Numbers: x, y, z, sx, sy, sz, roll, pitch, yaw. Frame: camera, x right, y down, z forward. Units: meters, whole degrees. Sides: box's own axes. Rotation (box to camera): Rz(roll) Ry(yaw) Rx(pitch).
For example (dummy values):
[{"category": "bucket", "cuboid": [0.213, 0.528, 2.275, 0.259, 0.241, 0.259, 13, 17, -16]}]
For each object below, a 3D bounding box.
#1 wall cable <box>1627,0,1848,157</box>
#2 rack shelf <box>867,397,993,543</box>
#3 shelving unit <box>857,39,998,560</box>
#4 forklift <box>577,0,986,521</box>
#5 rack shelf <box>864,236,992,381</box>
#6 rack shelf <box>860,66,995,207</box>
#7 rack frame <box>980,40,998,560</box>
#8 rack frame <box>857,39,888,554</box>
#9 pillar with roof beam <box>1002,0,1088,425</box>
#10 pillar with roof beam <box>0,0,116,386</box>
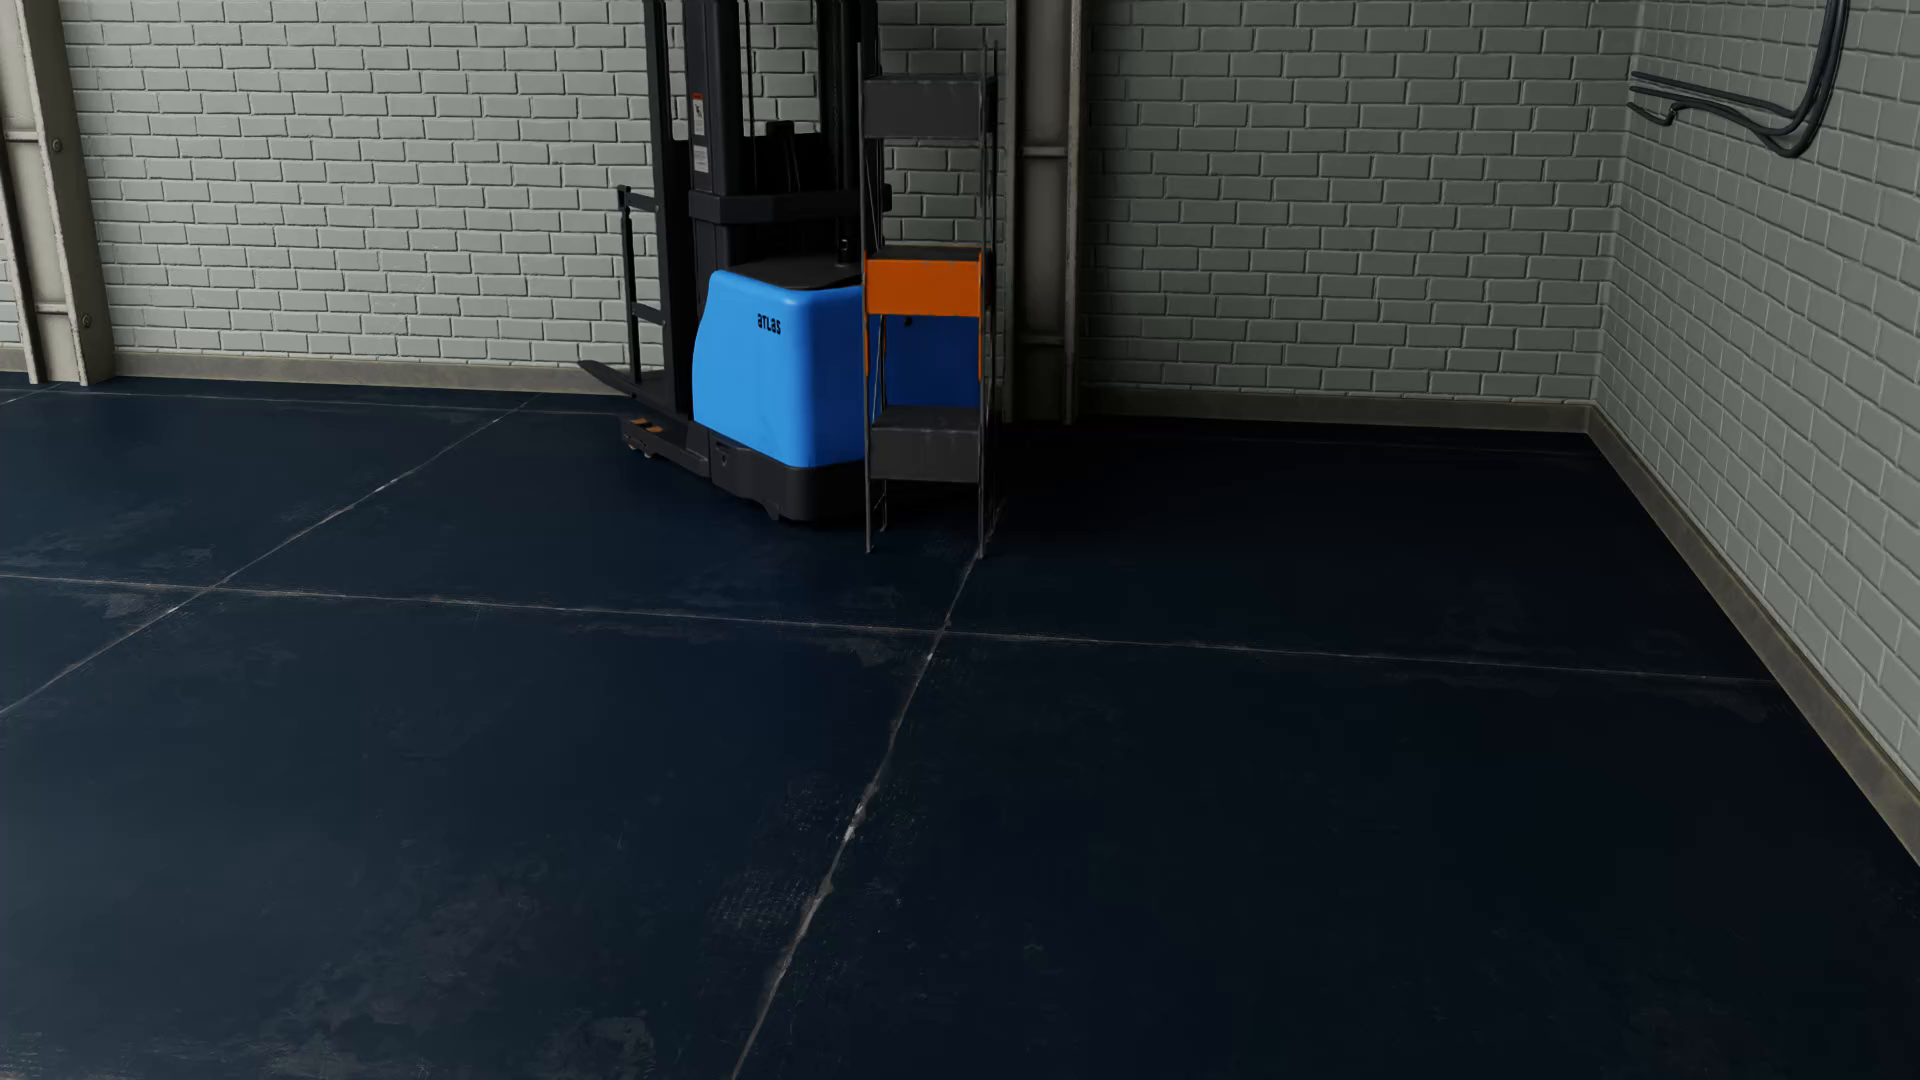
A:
[{"category": "wall cable", "cuboid": [3.154, -2.926, 6.759, 0.112, 2.526, 3.097, 3, 19, 9]}, {"category": "rack shelf", "cuboid": [-0.121, -0.310, 7.169, 0.480, 0.518, 0.431, 3, 19, 8]}, {"category": "shelving unit", "cuboid": [-0.121, -0.987, 6.943, 0.503, 2.100, 0.431, 3, 19, 8]}, {"category": "forklift", "cuboid": [-1.117, -1.883, 8.312, 1.130, 2.935, 3.031, -12, 22, -32]}, {"category": "rack shelf", "cuboid": [-0.121, -0.974, 6.947, 0.480, 0.518, 0.431, 3, 19, 8]}, {"category": "rack shelf", "cuboid": [-0.121, -1.637, 6.725, 0.480, 0.518, 0.431, 3, 19, 8]}, {"category": "rack frame", "cuboid": [0.120, -0.975, 6.909, 0.015, 2.100, 0.400, 3, 19, 8]}, {"category": "rack frame", "cuboid": [-0.363, -0.998, 6.976, 0.015, 2.100, 0.400, 3, 19, 8]}, {"category": "pillar with roof beam", "cuboid": [-0.228, -3.612, 3.917, 0.400, 9.000, 9.100, 3, 19, 9]}, {"category": "pillar with roof beam", "cuboid": [-6.152, -3.914, 4.819, 0.400, 9.000, 9.100, 3, 19, 9]}]
